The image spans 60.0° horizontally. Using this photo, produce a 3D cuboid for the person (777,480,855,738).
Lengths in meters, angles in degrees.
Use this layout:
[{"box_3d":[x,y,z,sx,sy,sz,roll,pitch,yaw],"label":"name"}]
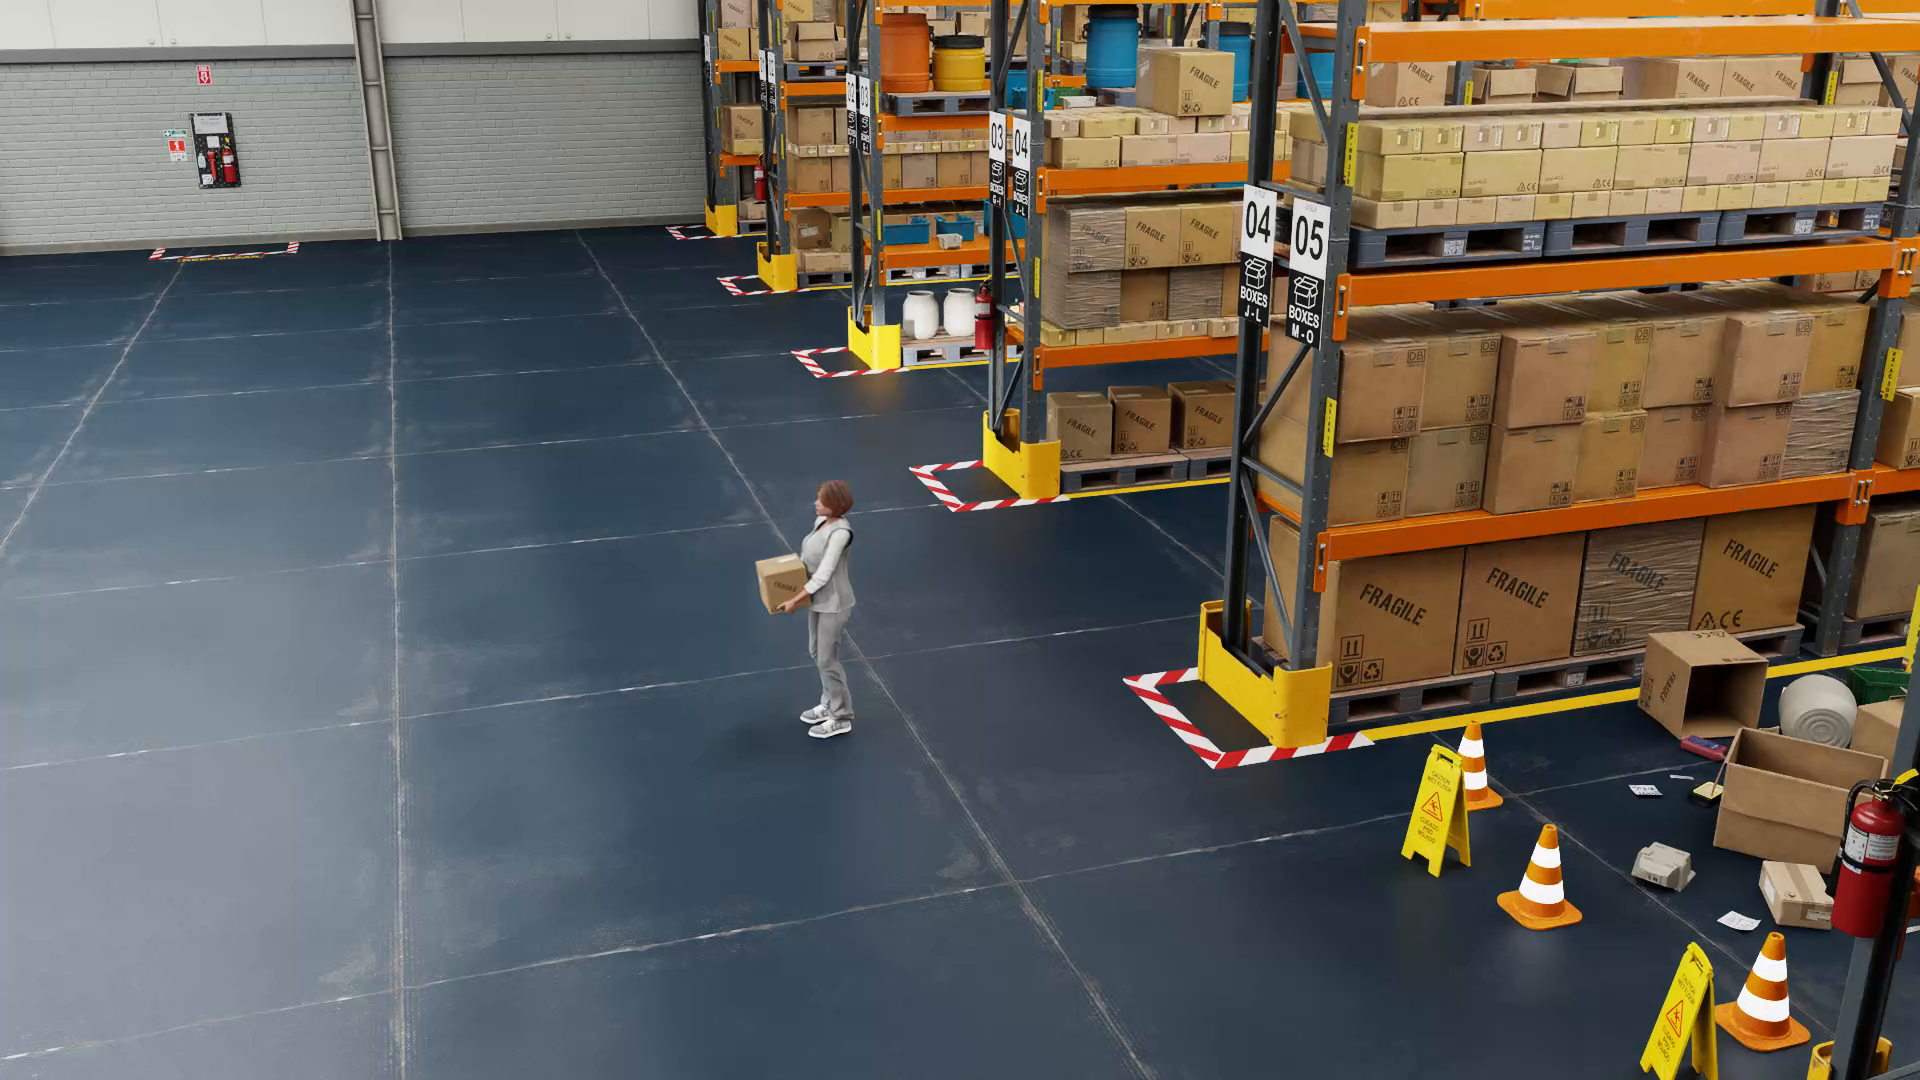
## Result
[{"box_3d":[-0.871,0.407,9.945,0.500,1.588,0.406,-6,20,-17],"label":"person"}]
